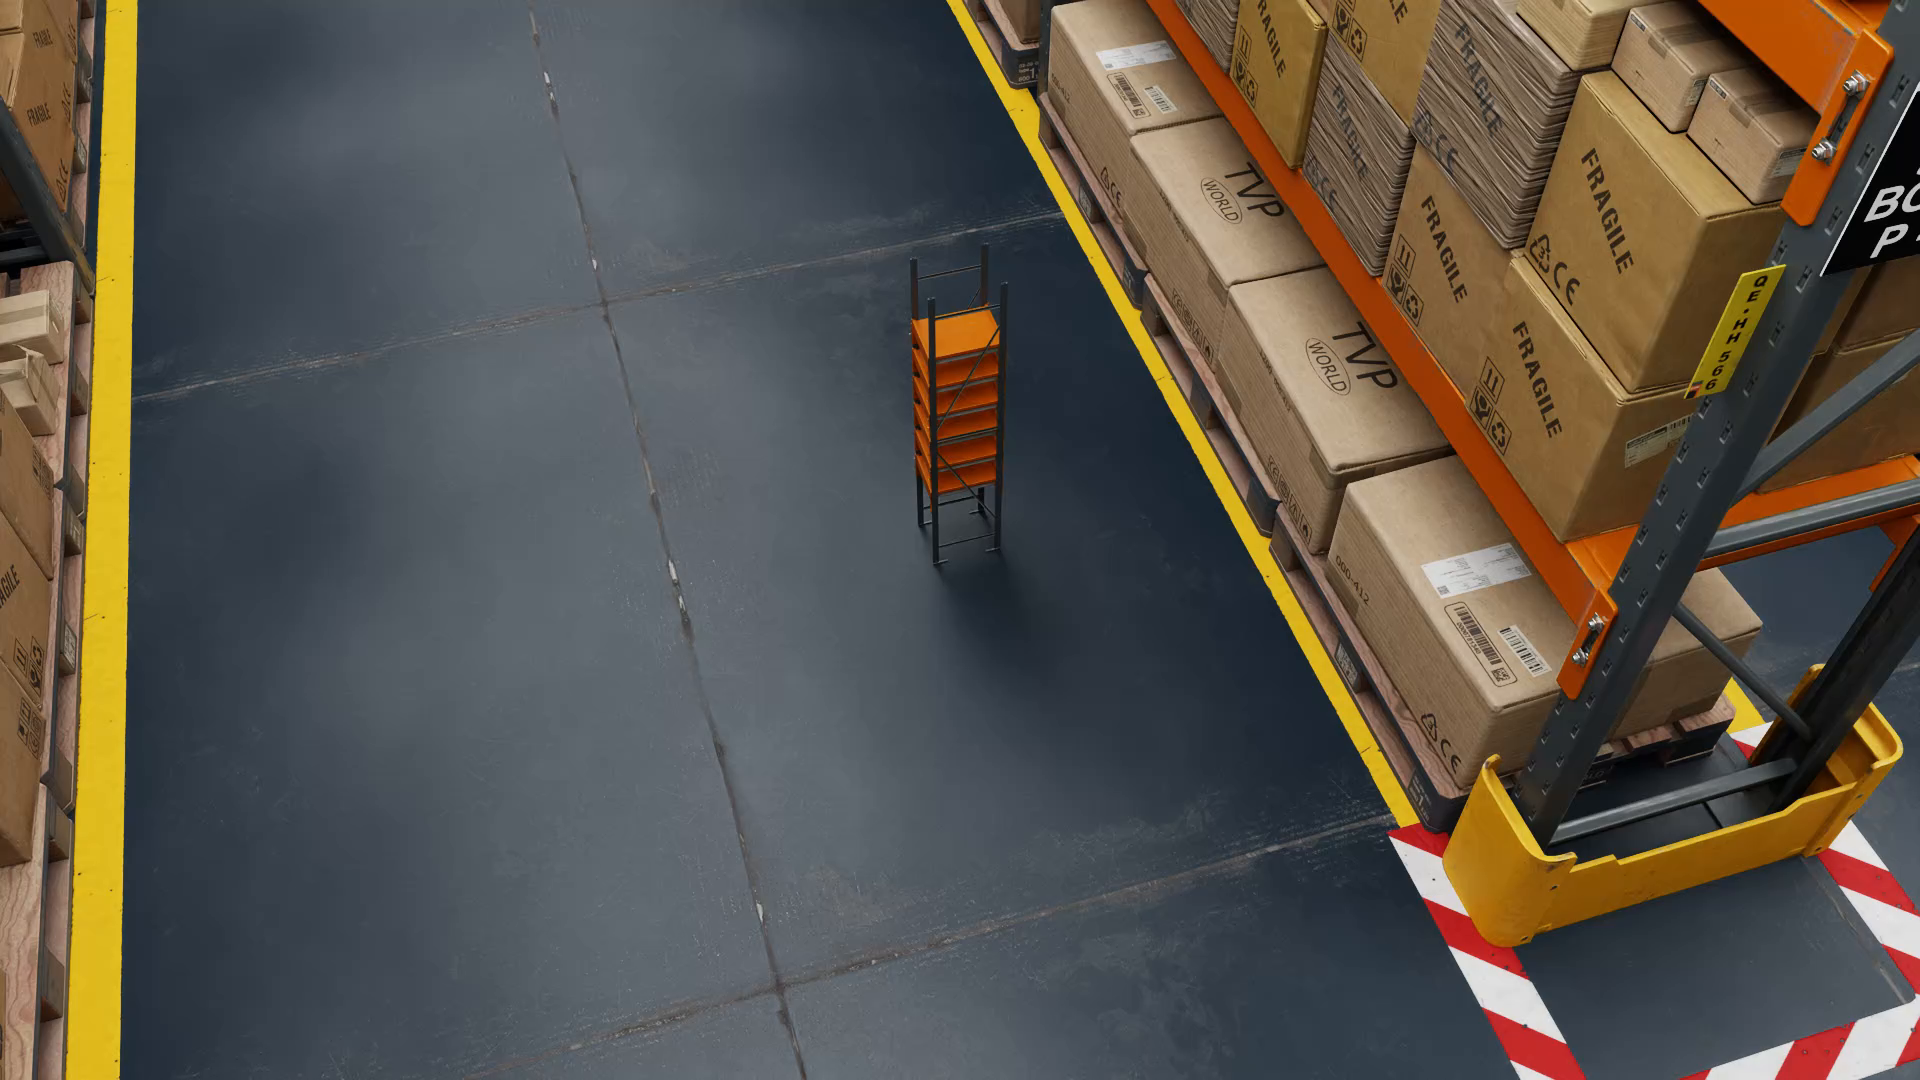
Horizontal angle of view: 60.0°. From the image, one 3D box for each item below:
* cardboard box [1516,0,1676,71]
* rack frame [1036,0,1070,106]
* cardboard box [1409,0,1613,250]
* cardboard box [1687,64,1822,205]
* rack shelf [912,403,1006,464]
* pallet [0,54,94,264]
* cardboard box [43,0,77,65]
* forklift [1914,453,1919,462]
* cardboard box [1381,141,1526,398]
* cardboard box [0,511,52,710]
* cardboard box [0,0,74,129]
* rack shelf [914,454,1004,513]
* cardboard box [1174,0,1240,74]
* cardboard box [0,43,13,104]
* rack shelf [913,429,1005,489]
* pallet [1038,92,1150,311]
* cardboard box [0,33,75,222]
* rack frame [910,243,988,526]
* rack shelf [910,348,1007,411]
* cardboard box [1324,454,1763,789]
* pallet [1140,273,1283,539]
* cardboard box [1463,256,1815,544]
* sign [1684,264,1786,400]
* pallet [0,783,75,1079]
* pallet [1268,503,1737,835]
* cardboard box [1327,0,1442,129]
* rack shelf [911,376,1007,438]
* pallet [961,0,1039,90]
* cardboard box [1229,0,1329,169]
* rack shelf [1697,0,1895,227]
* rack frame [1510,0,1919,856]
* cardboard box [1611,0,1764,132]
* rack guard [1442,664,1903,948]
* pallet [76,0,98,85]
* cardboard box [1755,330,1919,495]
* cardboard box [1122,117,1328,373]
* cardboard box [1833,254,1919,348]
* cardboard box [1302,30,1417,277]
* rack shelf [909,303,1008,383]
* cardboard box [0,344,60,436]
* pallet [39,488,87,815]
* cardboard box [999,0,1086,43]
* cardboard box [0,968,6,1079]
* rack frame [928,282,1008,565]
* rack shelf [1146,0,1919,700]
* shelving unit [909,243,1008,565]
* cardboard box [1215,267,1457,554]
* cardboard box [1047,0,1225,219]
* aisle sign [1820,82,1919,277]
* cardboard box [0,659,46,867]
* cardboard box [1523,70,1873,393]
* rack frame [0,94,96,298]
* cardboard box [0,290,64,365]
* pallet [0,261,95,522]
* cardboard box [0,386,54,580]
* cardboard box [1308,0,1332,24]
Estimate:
[{"bbox_3d":[1.466,-1.190,3.648,0.380,0.149,0.250,-14,51,-11],"label":"cardboard box"},{"bbox_3d":[0.835,-2.982,6.302,1.000,3.000,0.127,-13,51,-11],"label":"rack frame"},{"bbox_3d":[1.465,-1.088,3.986,0.500,0.500,0.500,-13,51,-11],"label":"cardboard box"},{"bbox_3d":[1.720,-0.840,3.353,0.380,0.149,0.250,-13,51,-10],"label":"cardboard box"},{"bbox_3d":[-0.004,-0.369,5.334,0.258,0.103,0.180,-13,51,-11],"label":"rack shelf"},{"bbox_3d":[-4.182,-1.543,6.913,1.003,0.211,1.213,-13,51,-11],"label":"pallet"},{"bbox_3d":[-4.144,-2.343,7.123,0.500,0.500,0.500,-15,51,-12],"label":"cardboard box"},{"bbox_3d":[4.032,-2.221,5.705,1.130,2.935,3.031,6,50,5],"label":"forklift"},{"bbox_3d":[1.488,-0.755,4.359,0.500,0.500,0.500,-14,51,-12],"label":"cardboard box"},{"bbox_3d":[-3.090,0.225,4.958,0.500,0.500,0.500,-12,51,-10],"label":"cardboard box"},{"bbox_3d":[-4.001,-1.977,6.815,0.500,0.500,0.500,-14,51,-11],"label":"cardboard box"},{"bbox_3d":[-0.004,-0.214,5.518,0.258,0.103,0.180,-13,51,-11],"label":"rack shelf"},{"bbox_3d":[1.009,-1.879,5.306,0.500,0.500,0.500,-13,51,-11],"label":"cardboard box"},{"bbox_3d":[-3.758,-1.717,6.172,0.380,0.149,0.250,-11,51,-9],"label":"cardboard box"},{"bbox_3d":[-0.004,-0.291,5.426,0.258,0.103,0.180,-13,51,-11],"label":"rack shelf"},{"bbox_3d":[0.985,-1.510,6.885,1.003,0.211,1.213,-13,51,-11],"label":"pallet"},{"bbox_3d":[-3.834,-1.590,6.489,0.500,0.500,0.500,-11,51,-9],"label":"cardboard box"},{"bbox_3d":[-0.031,-0.464,5.357,0.240,1.200,0.006,-13,51,-11],"label":"rack frame"},{"bbox_3d":[-0.004,-0.523,5.151,0.258,0.103,0.180,-13,51,-11],"label":"rack shelf"},{"bbox_3d":[1.727,0.171,5.045,0.875,0.438,0.875,-15,51,-12],"label":"cardboard box"},{"bbox_3d":[1.349,-0.617,6.132,1.003,0.211,1.213,-13,51,-11],"label":"pallet"},{"bbox_3d":[1.622,-0.385,4.047,0.500,0.500,0.500,-13,51,-11],"label":"cardboard box"},{"bbox_3d":[1.495,-0.397,3.211,0.100,0.325,0.005,-13,51,-11],"label":"sign"},{"bbox_3d":[-2.982,1.326,4.494,1.003,0.211,1.213,-13,51,-11],"label":"pallet"},{"bbox_3d":[1.707,0.272,5.382,1.003,0.211,1.213,-13,51,-11],"label":"pallet"},{"bbox_3d":[1.322,-1.450,4.291,0.500,0.500,0.500,-14,51,-11],"label":"cardboard box"},{"bbox_3d":[-0.004,-0.446,5.242,0.258,0.103,0.180,-13,51,-11],"label":"rack shelf"},{"bbox_3d":[0.535,-2.629,7.828,1.003,0.211,1.213,-13,51,-11],"label":"pallet"},{"bbox_3d":[1.162,-1.502,4.989,0.500,0.500,0.500,-12,51,-10],"label":"cardboard box"},{"bbox_3d":[1.426,-2.256,4.198,1.077,0.370,4.000,-13,51,-11],"label":"rack shelf"},{"bbox_3d":[2.018,-0.060,3.839,1.000,3.000,0.127,-13,51,-11],"label":"rack frame"},{"bbox_3d":[1.622,-1.020,3.505,0.380,0.149,0.250,-12,51,-10],"label":"cardboard box"},{"bbox_3d":[2.025,0.763,4.780,1.175,0.500,0.348,-13,51,-11],"label":"rack guard"},{"bbox_3d":[-4.547,-2.436,7.665,1.003,0.211,1.213,-13,51,-11],"label":"pallet"},{"bbox_3d":[2.150,-0.508,4.151,0.500,0.500,0.500,-14,51,-11],"label":"cardboard box"},{"bbox_3d":[1.183,-1.154,6.162,0.875,0.438,0.875,-15,51,-12],"label":"cardboard box"},{"bbox_3d":[2.148,-0.830,3.768,0.500,0.500,0.500,-14,51,-12],"label":"cardboard box"},{"bbox_3d":[1.327,-1.128,4.674,0.500,0.500,0.500,-12,51,-10],"label":"cardboard box"},{"bbox_3d":[-0.004,-0.601,5.059,0.258,0.103,0.180,-13,51,-11],"label":"rack shelf"},{"bbox_3d":[-3.355,-0.509,5.731,0.396,0.266,0.258,-12,51,-10],"label":"cardboard box"},{"bbox_3d":[-3.339,0.437,5.244,1.003,0.211,1.213,-13,51,-11],"label":"pallet"},{"bbox_3d":[0.575,-2.867,7.320,0.875,0.875,0.875,-12,51,-10],"label":"cardboard box"},{"bbox_3d":[-2.813,1.266,4.079,0.797,0.503,0.637,-15,52,-12],"label":"cardboard box"},{"bbox_3d":[0.023,-0.330,5.244,0.240,1.200,0.006,-13,51,-11],"label":"rack frame"},{"bbox_3d":[1.426,-1.289,5.345,1.077,0.370,4.000,-13,51,-11],"label":"rack shelf"},{"bbox_3d":[-0.004,-0.397,5.300,0.258,1.200,0.189,-13,51,-11],"label":"shelving unit"},{"bbox_3d":[1.448,-0.496,5.607,0.875,0.438,0.875,-12,51,-10],"label":"cardboard box"},{"bbox_3d":[0.918,-1.808,6.714,0.875,0.438,0.875,-14,51,-12],"label":"cardboard box"},{"bbox_3d":[1.743,-0.775,2.741,0.394,0.787,0.004,-13,51,-11],"label":"aisle sign"},{"bbox_3d":[-3.029,0.634,4.614,0.700,0.500,0.500,-11,51,-9],"label":"cardboard box"},{"bbox_3d":[1.648,-0.713,3.670,0.500,0.500,0.500,-12,51,-10],"label":"cardboard box"},{"bbox_3d":[-3.906,-1.856,5.353,1.000,3.000,0.127,-13,51,-11],"label":"rack frame"},{"bbox_3d":[-3.460,-0.732,5.996,0.380,0.149,0.250,-15,51,-12],"label":"cardboard box"},{"bbox_3d":[-3.704,-0.456,5.996,1.003,0.211,1.213,-13,51,-11],"label":"pallet"},{"bbox_3d":[-3.336,-0.124,5.253,0.700,0.500,0.500,-15,52,-12],"label":"cardboard box"},{"bbox_3d":[1.175,-1.818,4.601,0.500,0.500,0.500,-14,51,-11],"label":"cardboard box"}]
